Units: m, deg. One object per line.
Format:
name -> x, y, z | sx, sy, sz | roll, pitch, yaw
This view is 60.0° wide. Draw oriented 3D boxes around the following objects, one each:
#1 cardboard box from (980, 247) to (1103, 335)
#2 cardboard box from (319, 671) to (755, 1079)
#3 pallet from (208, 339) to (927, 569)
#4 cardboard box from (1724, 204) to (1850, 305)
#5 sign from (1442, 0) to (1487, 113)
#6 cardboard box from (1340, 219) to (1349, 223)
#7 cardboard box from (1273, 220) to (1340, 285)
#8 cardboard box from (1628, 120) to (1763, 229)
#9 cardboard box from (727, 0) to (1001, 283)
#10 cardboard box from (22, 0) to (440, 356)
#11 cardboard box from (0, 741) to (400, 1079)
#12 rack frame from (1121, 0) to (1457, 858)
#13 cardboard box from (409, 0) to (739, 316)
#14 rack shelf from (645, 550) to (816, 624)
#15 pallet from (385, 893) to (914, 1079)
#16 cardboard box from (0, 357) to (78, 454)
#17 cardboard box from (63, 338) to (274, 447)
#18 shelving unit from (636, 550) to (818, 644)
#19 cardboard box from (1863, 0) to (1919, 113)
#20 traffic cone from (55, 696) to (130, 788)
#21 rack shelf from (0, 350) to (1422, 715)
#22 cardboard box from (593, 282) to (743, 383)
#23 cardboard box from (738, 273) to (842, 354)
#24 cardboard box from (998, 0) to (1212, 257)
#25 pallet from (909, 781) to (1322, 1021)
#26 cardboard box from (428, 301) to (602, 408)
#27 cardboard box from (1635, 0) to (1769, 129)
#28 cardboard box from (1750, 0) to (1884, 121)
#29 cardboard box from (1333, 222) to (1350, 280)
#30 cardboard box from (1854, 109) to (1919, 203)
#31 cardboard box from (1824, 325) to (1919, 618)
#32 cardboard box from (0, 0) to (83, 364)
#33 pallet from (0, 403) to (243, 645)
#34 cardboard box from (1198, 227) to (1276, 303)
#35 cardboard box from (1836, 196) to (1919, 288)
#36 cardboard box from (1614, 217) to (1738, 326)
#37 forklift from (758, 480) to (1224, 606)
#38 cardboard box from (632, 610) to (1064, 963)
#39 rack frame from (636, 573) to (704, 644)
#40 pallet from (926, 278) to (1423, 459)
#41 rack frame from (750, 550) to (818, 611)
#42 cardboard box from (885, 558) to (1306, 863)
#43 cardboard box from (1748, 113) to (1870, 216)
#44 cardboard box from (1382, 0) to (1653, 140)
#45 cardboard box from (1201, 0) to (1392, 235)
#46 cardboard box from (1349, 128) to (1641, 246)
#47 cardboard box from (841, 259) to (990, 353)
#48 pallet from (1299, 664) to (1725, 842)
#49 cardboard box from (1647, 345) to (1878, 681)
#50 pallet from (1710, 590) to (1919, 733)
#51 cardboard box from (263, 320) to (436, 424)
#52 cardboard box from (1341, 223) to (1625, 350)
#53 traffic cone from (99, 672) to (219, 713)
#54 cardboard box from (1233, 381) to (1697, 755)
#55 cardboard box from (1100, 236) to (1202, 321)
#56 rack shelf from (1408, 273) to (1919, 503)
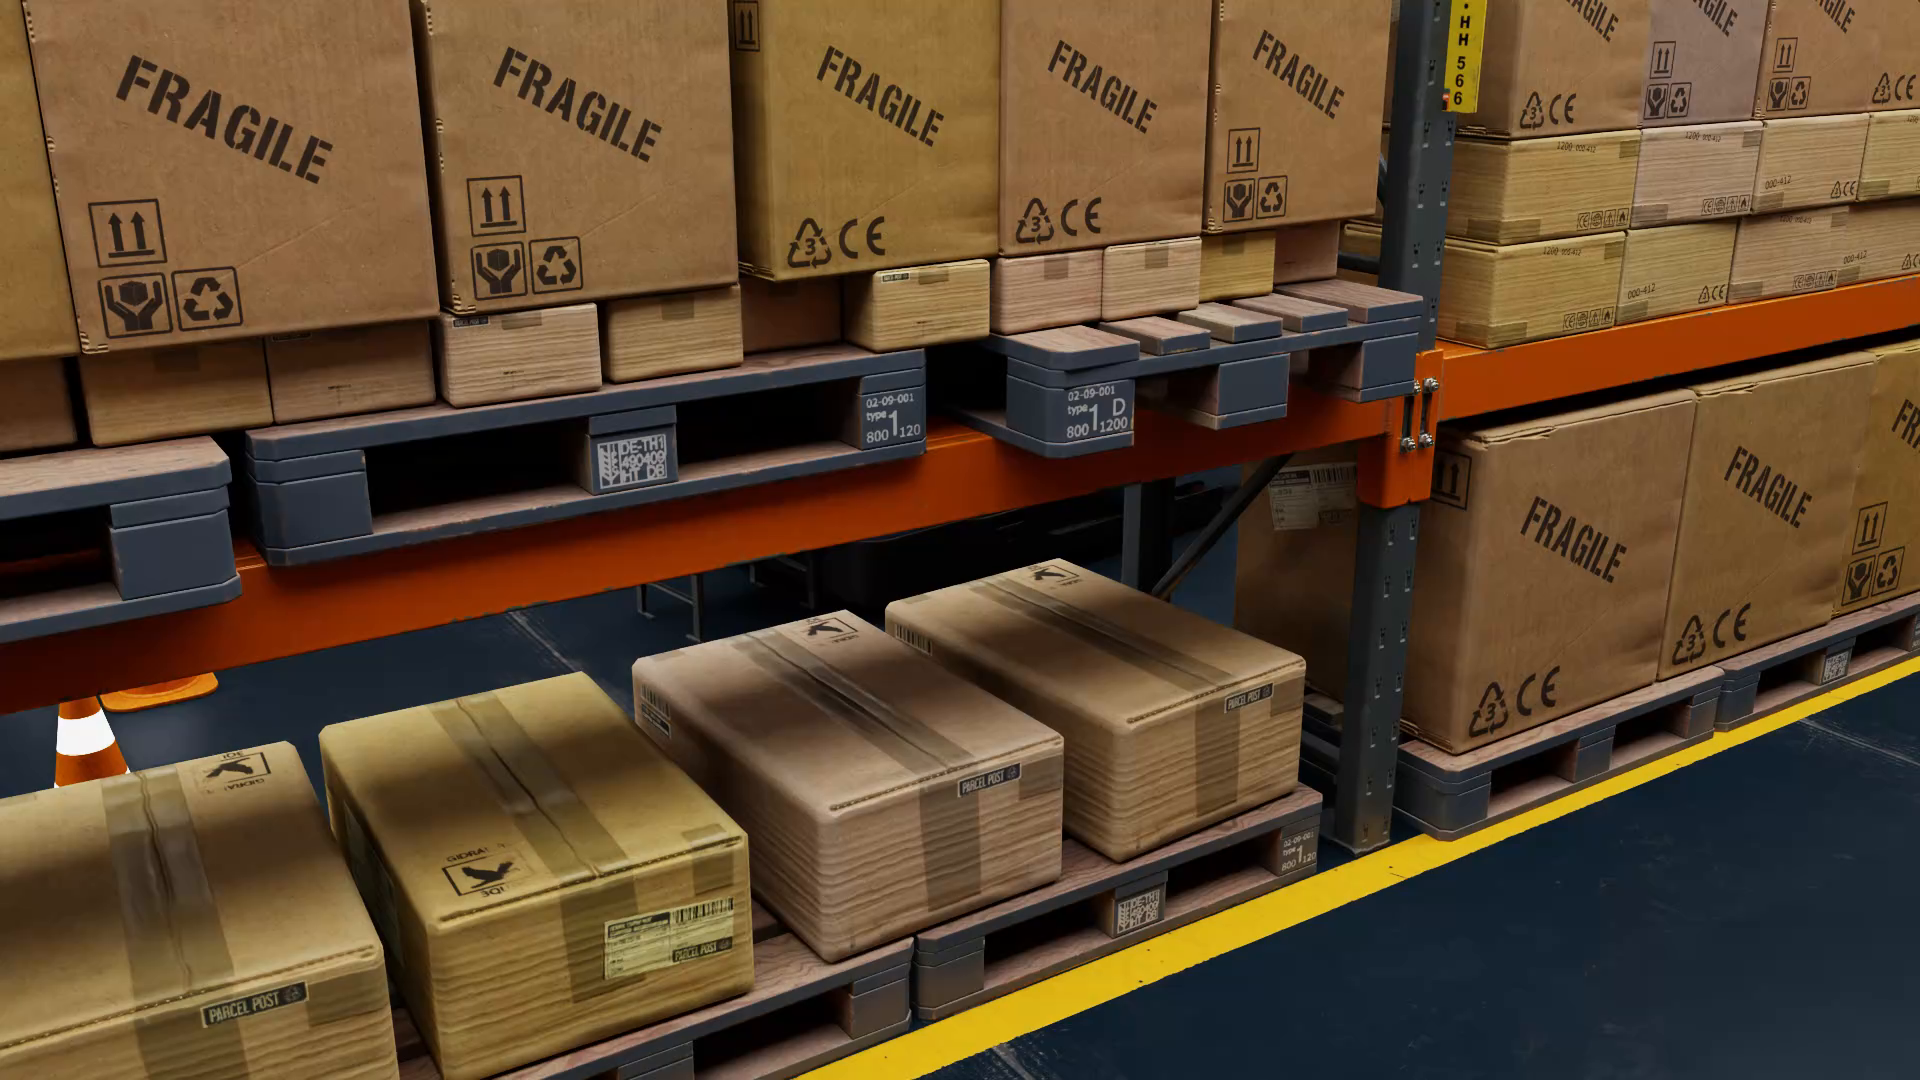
cardboard box -> 0.075, -0.535, 3.381 | 0.250, 0.149, 0.380 | -13, 23, -34
cardboard box -> -0.922, 0.666, 3.539 | 0.625, 0.372, 0.950 | -11, 22, -30
pallet -> -0.827, -0.291, 3.220 | 1.213, 0.211, 1.003 | -12, 22, -31
cardboard box -> 2.211, -0.875, 4.883 | 0.500, 0.250, 0.500 | -11, 22, -30
sign -> 1.110, -1.109, 3.656 | 0.005, 0.325, 0.100 | -12, 22, -31
cardboard box -> 1.068, -1.060, 4.650 | 0.500, 0.250, 0.500 | -12, 22, -32
cardboard box -> 0.659, -0.700, 3.869 | 0.250, 0.149, 0.380 | -11, 22, -29
cardboard box -> 1.795, -1.021, 4.534 | 0.500, 0.250, 0.500 | -11, 22, -30
cardboard box -> -0.270, -0.791, 3.123 | 0.500, 0.500, 0.500 | -14, 23, -35
cardboard box -> -1.150, -0.601, 2.564 | 0.500, 0.500, 0.500 | -12, 22, -32
cardboard box -> -1.502, 0.789, 3.175 | 0.625, 0.372, 0.950 | -10, 21, -28
rack frame -> 0.803, -0.741, 4.253 | 0.127, 3.000, 1.000 | -12, 22, -31
cardboard box -> -0.726, -0.695, 2.840 | 0.500, 0.500, 0.500 | -13, 23, -34
rack shelf -> -0.832, -0.061, 5.871 | 0.480, 0.518, 0.431 | -16, 24, -39
pallet -> -0.868, 0.931, 3.662 | 1.213, 0.211, 1.003 | -12, 22, -31
cardboard box -> -1.494, -0.241, 2.511 | 0.250, 0.149, 0.380 | -10, 21, -28
cardboard box -> -1.256, -0.275, 2.612 | 0.250, 0.149, 0.380 | -12, 22, -31
shelving unit -> -0.831, -0.737, 5.644 | 0.503, 2.100, 0.431 | -16, 24, -39
cardboard box -> 2.623, -1.548, 4.924 | 0.500, 0.500, 0.500 | -12, 22, -31
traffic cone -> -2.272, 0.572, 4.329 | 0.334, 0.463, 0.336 | -12, 22, -31
rack shelf -> -0.867, -0.048, 3.326 | 4.000, 0.370, 1.077 | -12, 22, -31
cardboard box -> -0.591, -0.406, 2.999 | 0.250, 0.149, 0.380 | -13, 22, -33
cardboard box -> -0.427, -0.472, 3.195 | 0.250, 0.149, 0.380 | -12, 22, -31
cardboard box -> 0.151, -0.880, 3.387 | 0.500, 0.500, 0.500 | -12, 22, -32
pallet -> 0.150, 0.717, 4.294 | 1.213, 0.211, 1.003 | -12, 22, -31
cardboard box -> -0.798, -0.351, 2.837 | 0.250, 0.149, 0.380 | -11, 22, -29
cardboard box -> 1.759, -1.373, 4.407 | 0.500, 0.500, 0.500 | -12, 22, -31
cardboard box -> 2.199, -1.460, 4.664 | 0.500, 0.500, 0.500 | -11, 22, -30
cardboard box -> 1.083, -0.829, 4.746 | 0.500, 0.250, 0.500 | -13, 23, -33
cardboard box -> 2.649, -1.191, 5.038 | 0.500, 0.250, 0.500 | -11, 22, -30
cardboard box -> 2.920, -0.346, 5.747 | 0.875, 0.875, 0.875 | -11, 22, -30
cardboard box -> -1.570, -0.518, 2.317 | 0.500, 0.500, 0.500 | -12, 22, -31
pallet -> -1.819, -0.041, 2.483 | 1.213, 0.211, 1.003 | -12, 22, -31
cardboard box -> 0.475, -0.634, 3.672 | 0.250, 0.149, 0.380 | -12, 22, -31
cardboard box -> 2.621, -0.963, 5.143 | 0.500, 0.250, 0.500 | -12, 22, -31
cardboard box -> 1.770, -0.784, 4.615 | 0.500, 0.250, 0.500 | -13, 22, -33
forklift -> 0.464, -1.521, 6.668 | 3.031, 2.935, 1.130 | -16, 24, -39
cardboard box -> -0.286, 0.534, 3.929 | 0.625, 0.372, 0.950 | -12, 22, -32
rack frame -> -1.012, -0.686, 5.489 | 0.015, 2.100, 0.400 | -16, 24, -39
pallet -> 0.267, -0.496, 3.828 | 1.003, 0.211, 1.213 | -12, 22, -31
rack frame -> -0.649, -0.788, 5.798 | 0.015, 2.100, 0.400 | -16, 24, -39
cardboard box -> 0.326, 0.402, 4.320 | 0.625, 0.372, 0.950 | -14, 23, -35
cardboard box -> 2.218, -1.105, 4.784 | 0.500, 0.250, 0.500 | -12, 22, -32
cardboard box -> 1.350, -1.284, 4.140 | 0.500, 0.500, 0.500 | -13, 22, -33
cardboard box -> 0.577, -0.974, 3.665 | 0.500, 0.500, 0.500 | -13, 22, -33
cardboard box -> 1.362, -0.930, 4.266 | 0.500, 0.250, 0.500 | -12, 22, -32
cardboard box -> -0.148, -0.483, 3.226 | 0.250, 0.149, 0.380 | -11, 22, -30
pallet -> 1.503, 0.461, 5.051 | 1.213, 0.211, 1.003 | -12, 22, -31
cardboard box -> 2.173, -0.189, 5.282 | 0.875, 0.875, 0.875 | -12, 22, -31
pallet -> 2.521, 0.248, 5.683 | 1.213, 0.211, 1.003 | -12, 22, -31
cardboard box -> -1.049, -0.318, 2.740 | 0.250, 0.149, 0.380 | -12, 22, -31
cardboard box -> 1.351, -0.689, 4.333 | 0.500, 0.250, 0.500 | -12, 22, -32
traffic cone -> -2.579, 0.254, 5.271 | 0.334, 0.463, 0.336 | -12, 22, -31
cardboard box -> 1.426, -0.033, 4.820 | 0.875, 0.875, 0.875 | -12, 22, -32
cardboard box -> 0.289, -0.577, 3.506 | 0.250, 0.149, 0.380 | -12, 22, -32
rack shelf -> 2.474, -0.753, 5.410 | 4.000, 0.370, 1.077 | -12, 22, -31
